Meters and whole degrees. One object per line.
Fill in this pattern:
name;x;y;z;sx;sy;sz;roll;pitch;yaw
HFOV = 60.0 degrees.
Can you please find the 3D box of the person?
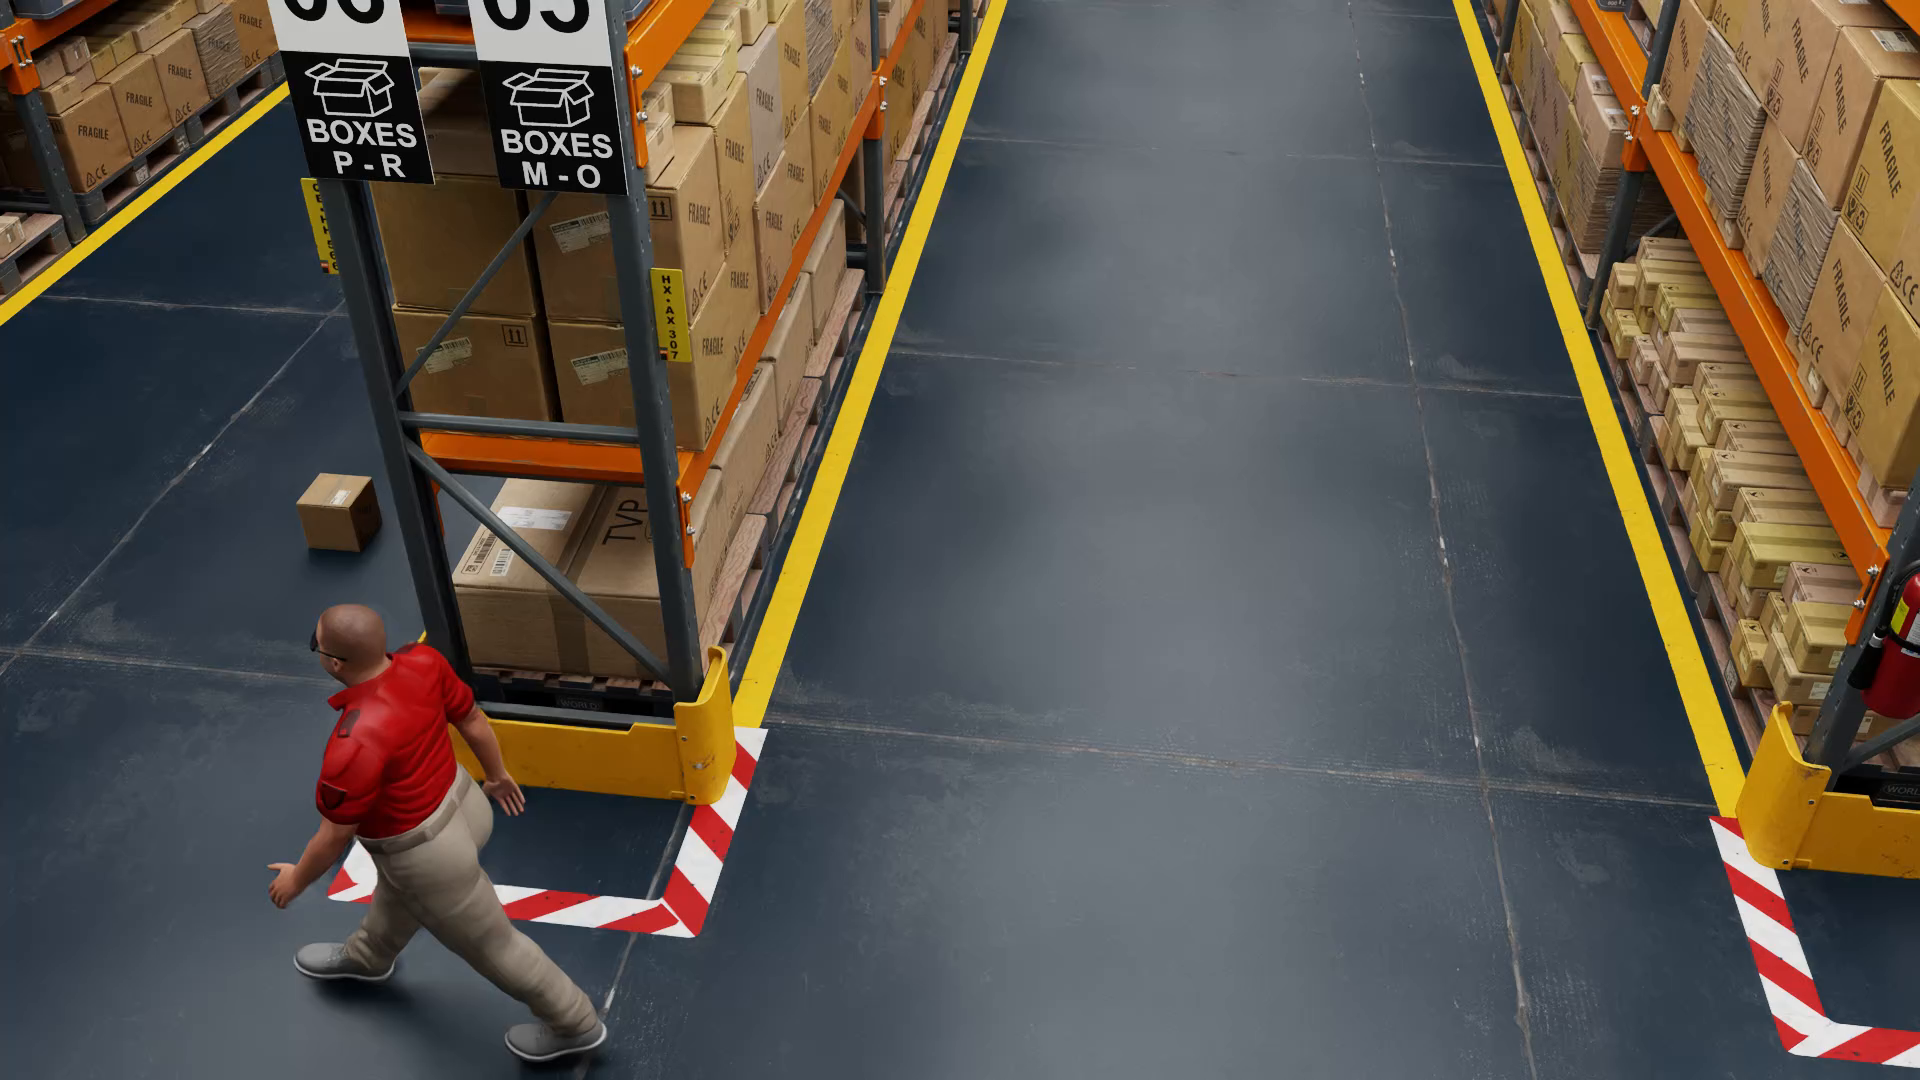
person;-1.667;0.860;4.959;1.118;1.647;0.606;4;36;5
